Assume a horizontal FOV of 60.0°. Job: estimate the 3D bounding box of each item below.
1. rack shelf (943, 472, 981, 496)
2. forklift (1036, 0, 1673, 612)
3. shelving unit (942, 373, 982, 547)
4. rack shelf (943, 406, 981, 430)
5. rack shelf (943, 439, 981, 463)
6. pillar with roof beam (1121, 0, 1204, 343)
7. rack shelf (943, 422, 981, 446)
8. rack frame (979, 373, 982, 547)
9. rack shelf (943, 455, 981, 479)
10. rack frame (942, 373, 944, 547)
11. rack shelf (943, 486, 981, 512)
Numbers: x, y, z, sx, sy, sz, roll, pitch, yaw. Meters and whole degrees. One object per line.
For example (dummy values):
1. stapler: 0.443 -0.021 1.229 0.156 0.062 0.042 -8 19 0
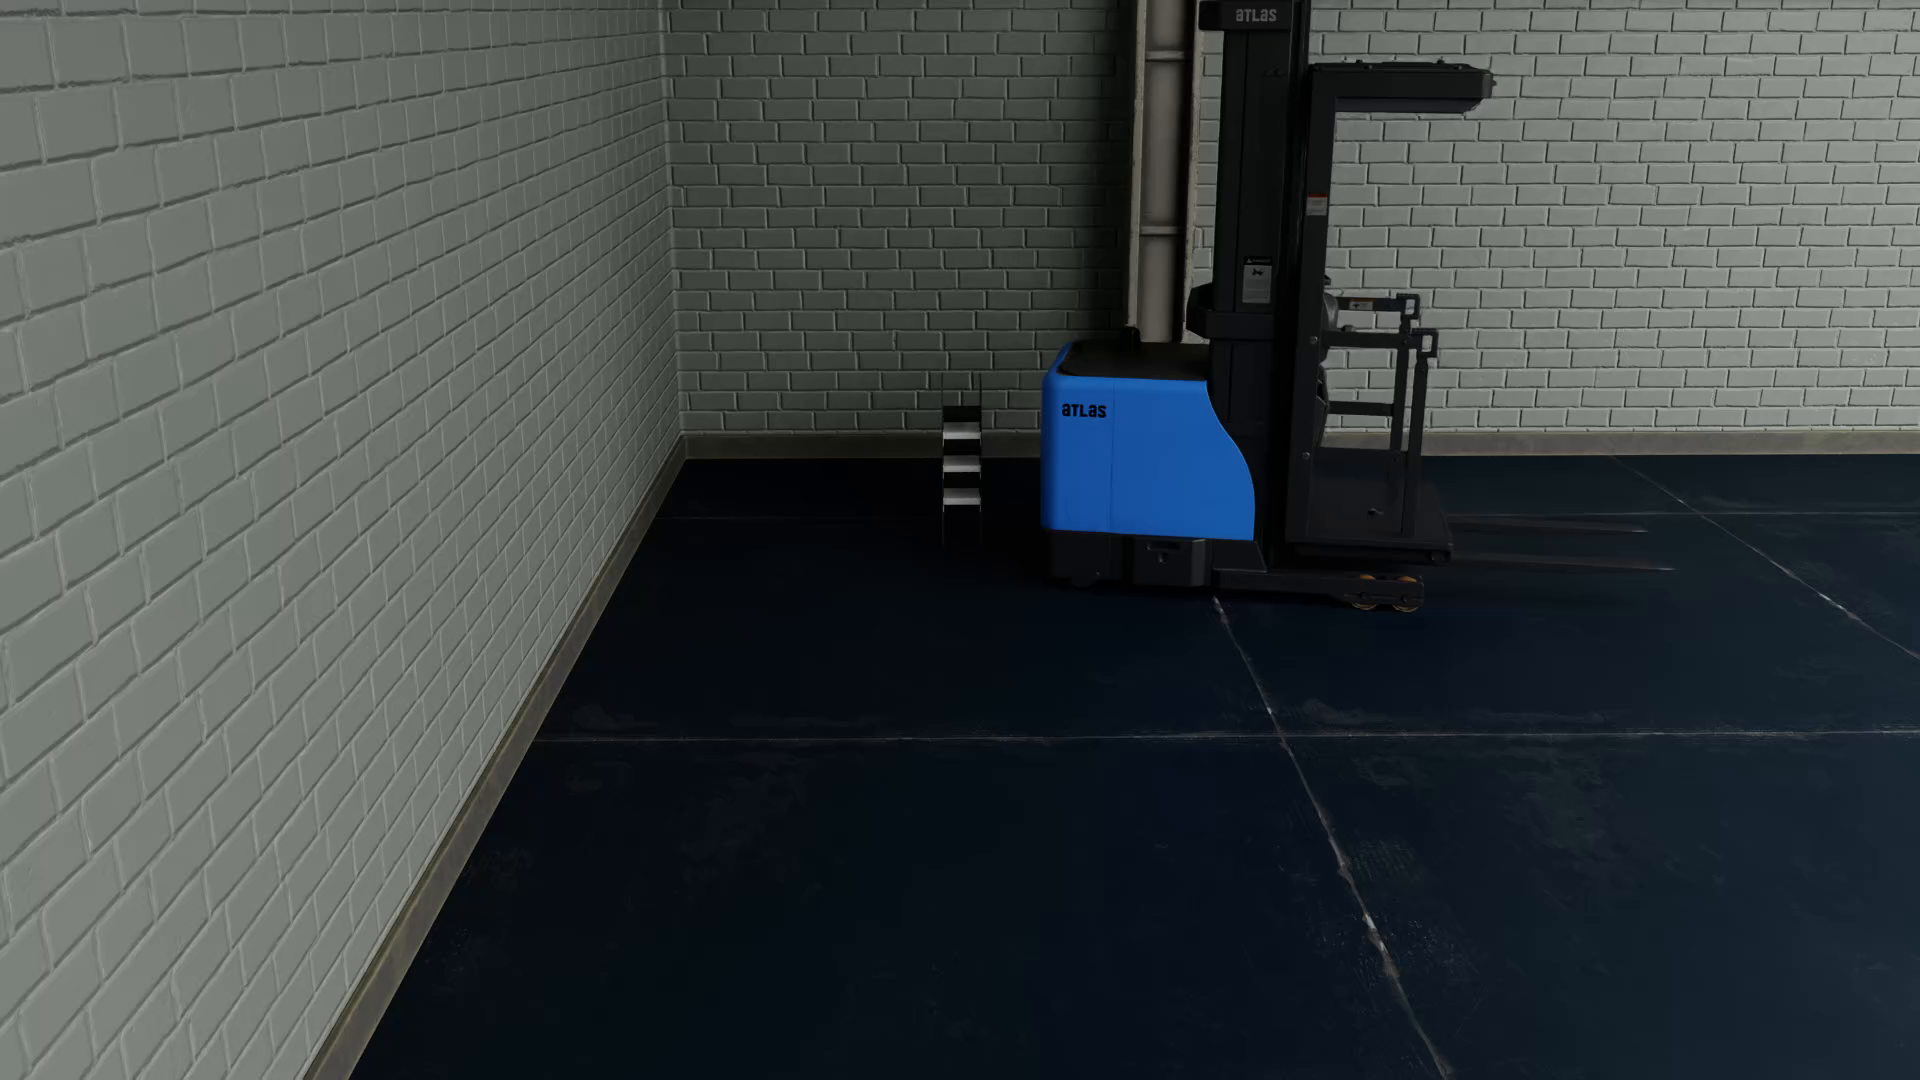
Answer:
1. rack shelf: 0.008 -0.311 8.948 0.200 0.077 0.258 0 18 -1
2. forklift: 1.950 -1.226 8.070 3.031 2.935 1.130 3 18 10
3. shelving unit: 0.008 -0.429 8.910 0.210 0.900 0.258 0 18 -1
4. rack shelf: 0.008 -0.654 8.838 0.200 0.077 0.258 0 18 -1
5. rack shelf: 0.008 -0.482 8.893 0.200 0.077 0.258 0 18 -1
6. pillar with roof beam: 1.283 -3.468 5.127 0.400 9.000 9.100 0 18 -1
7. rack shelf: 0.008 -0.568 8.865 0.200 0.077 0.258 0 18 -1
8. rack frame: 0.110 -0.429 8.912 0.006 0.900 0.240 0 18 -1
9. rack shelf: 0.008 -0.397 8.920 0.200 0.077 0.258 0 18 -1
10. rack frame: -0.094 -0.428 8.909 0.006 0.900 0.240 0 18 -1
11. rack shelf: 0.008 -0.225 8.975 0.200 0.077 0.258 0 18 -1
